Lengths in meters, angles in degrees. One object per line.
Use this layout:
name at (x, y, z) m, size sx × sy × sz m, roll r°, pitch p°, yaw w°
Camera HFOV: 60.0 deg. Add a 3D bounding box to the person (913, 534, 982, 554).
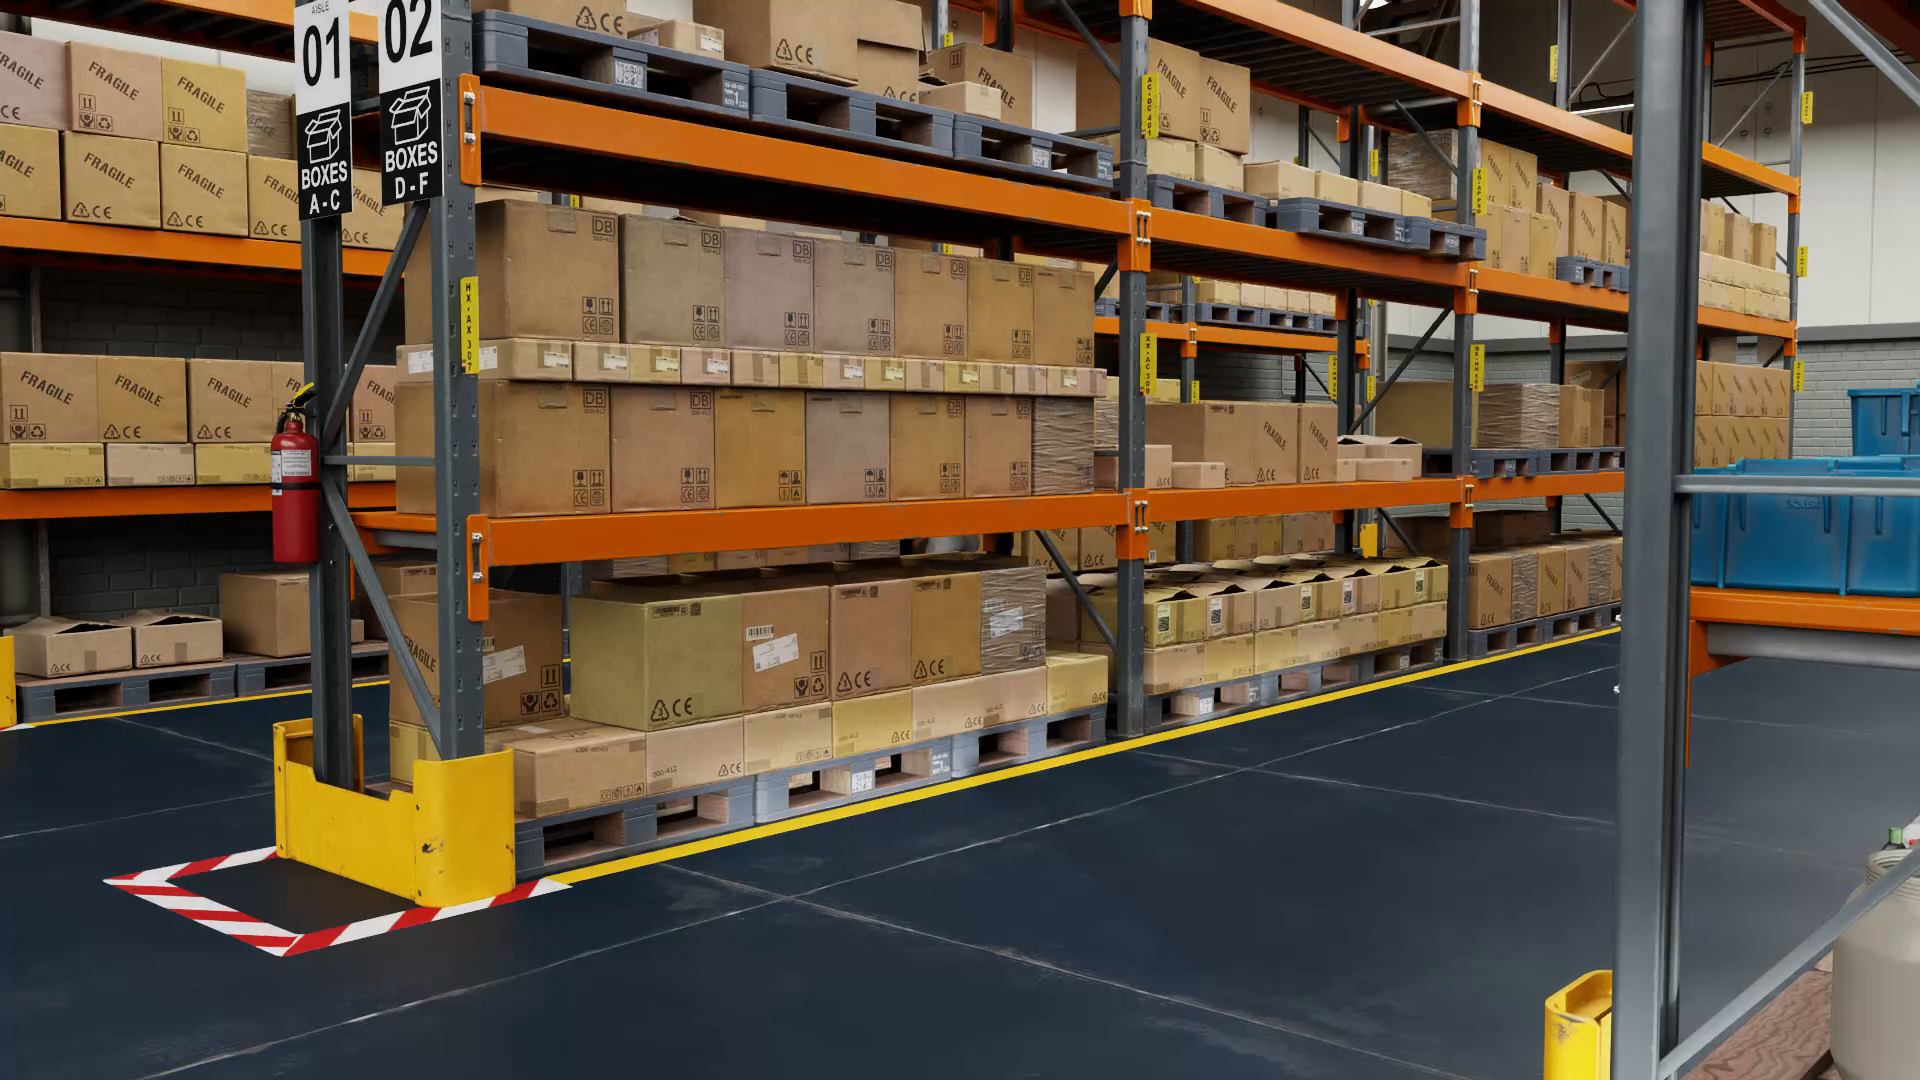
person at (-0.089, -0.054, 13.076) m, size 0.496 × 1.701 × 0.557 m, roll 3°, pitch 5°, yaw 42°
